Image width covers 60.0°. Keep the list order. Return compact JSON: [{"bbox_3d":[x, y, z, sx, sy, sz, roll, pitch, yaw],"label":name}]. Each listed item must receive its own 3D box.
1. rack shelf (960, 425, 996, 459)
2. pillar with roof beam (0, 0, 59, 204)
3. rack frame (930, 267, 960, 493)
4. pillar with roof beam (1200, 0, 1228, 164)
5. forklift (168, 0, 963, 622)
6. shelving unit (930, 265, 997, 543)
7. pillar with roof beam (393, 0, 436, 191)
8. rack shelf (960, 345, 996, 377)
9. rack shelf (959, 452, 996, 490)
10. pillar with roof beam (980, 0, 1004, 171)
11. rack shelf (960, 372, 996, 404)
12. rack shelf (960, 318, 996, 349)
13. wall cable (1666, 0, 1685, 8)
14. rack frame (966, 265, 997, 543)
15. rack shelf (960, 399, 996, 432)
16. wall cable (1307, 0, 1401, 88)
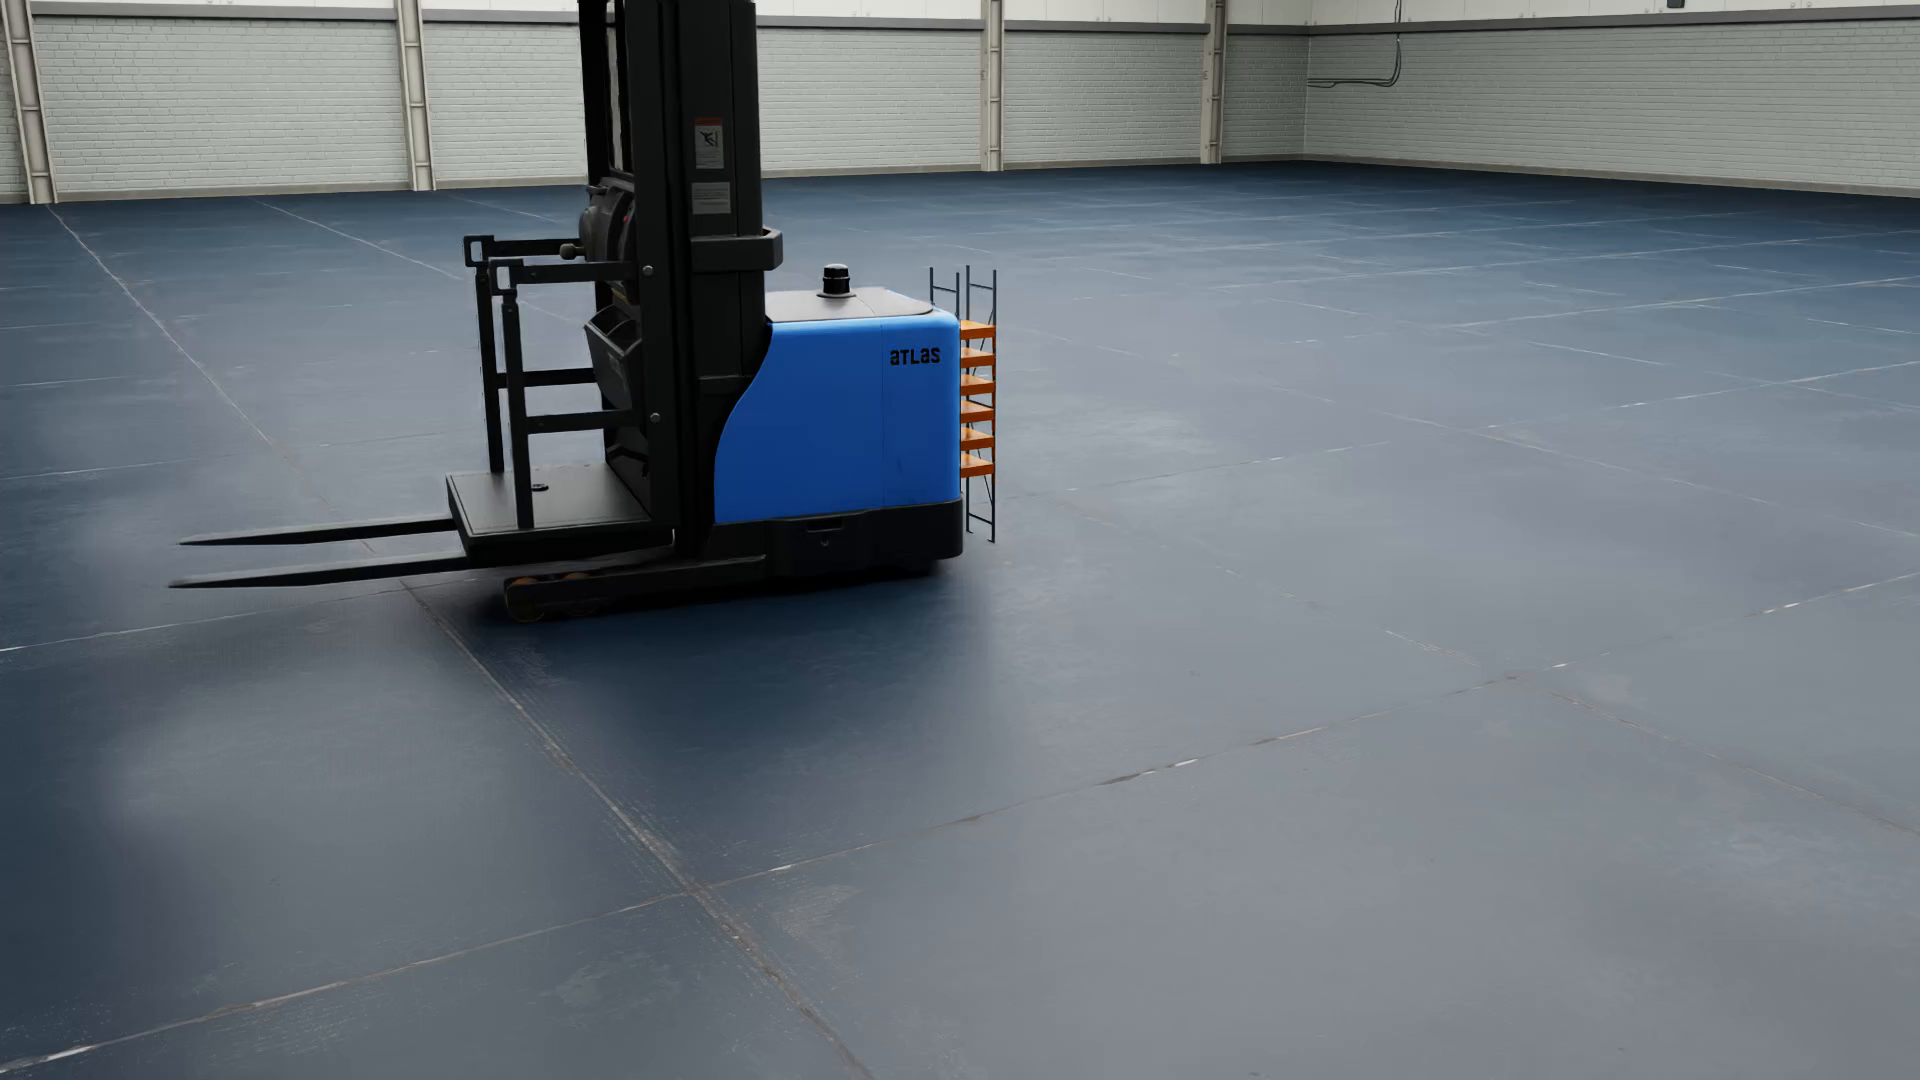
[{"bbox_3d":[0.012,-0.421,7.299,0.180,0.103,0.258,-9,18,-30],"label":"rack shelf"},{"bbox_3d":[-12.531,-8.764,22.002,0.400,9.000,9.100,-9,18,-30],"label":"pillar with roof beam"},{"bbox_3d":[-0.066,-0.567,7.210,0.006,1.200,0.240,-9,18,-30],"label":"rack frame"},{"bbox_3d":[8.042,-12.100,33.904,0.400,9.000,9.100,-9,18,-30],"label":"pillar with roof beam"},{"bbox_3d":[-1.559,-1.261,6.477,3.031,2.935,1.130,-6,17,-20],"label":"forklift"},{"bbox_3d":[0.012,-0.580,7.255,0.189,1.200,0.258,-9,18,-30],"label":"shelving unit"},{"bbox_3d":[-7.387,-9.598,24.978,0.400,9.000,9.100,-9,18,-30],"label":"pillar with roof beam"},{"bbox_3d":[0.012,-0.768,7.202,0.180,0.103,0.258,-9,18,-30],"label":"rack shelf"},{"bbox_3d":[0.012,-0.306,7.332,0.180,0.103,0.258,-9,18,-30],"label":"rack shelf"},{"bbox_3d":[2.899,-11.266,30.928,0.400,9.000,9.100,-9,18,-30],"label":"pillar with roof beam"},{"bbox_3d":[0.012,-0.653,7.235,0.180,0.103,0.258,-9,18,-30],"label":"rack shelf"},{"bbox_3d":[0.012,-0.884,7.170,0.180,0.103,0.258,-9,18,-30],"label":"rack shelf"},{"bbox_3d":[13.907,-12.639,29.524,0.169,6.003,2.305,-9,18,-30],"label":"wall cable"},{"bbox_3d":[0.091,-0.592,7.300,0.006,1.200,0.240,-9,18,-30],"label":"rack frame"},{"bbox_3d":[0.012,-0.537,7.267,0.180,0.103,0.258,-9,18,-30],"label":"rack shelf"},{"bbox_3d":[9.031,-11.705,38.245,0.112,2.526,3.097,-9,18,-30],"label":"wall cable"}]
